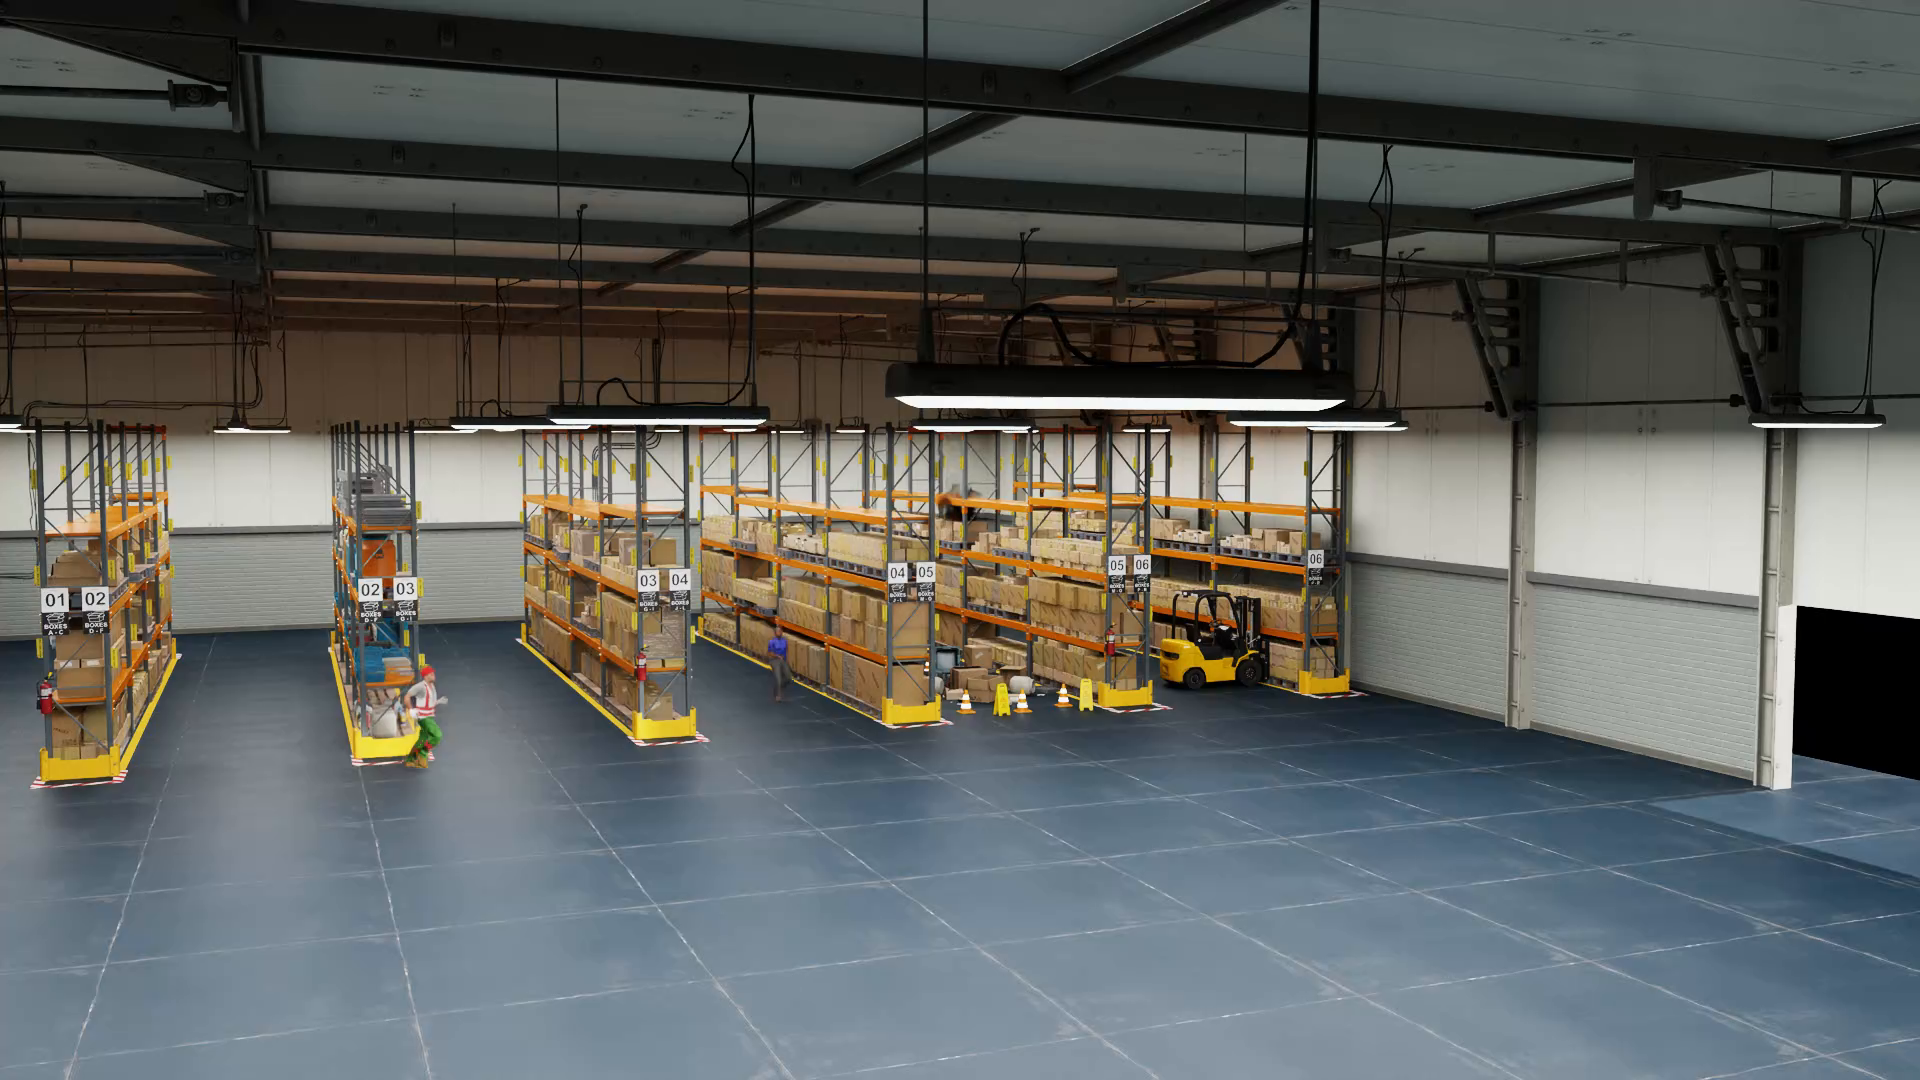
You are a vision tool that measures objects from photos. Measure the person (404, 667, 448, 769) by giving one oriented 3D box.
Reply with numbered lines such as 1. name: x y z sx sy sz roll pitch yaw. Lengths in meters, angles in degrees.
1. person: -9.166 3.049 28.539 0.735 1.751 0.647 0 4 3

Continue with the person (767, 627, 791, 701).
1. person: -3.850 2.673 35.783 0.565 1.611 0.553 -2 4 -34

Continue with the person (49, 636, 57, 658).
1. person: -20.606 2.496 38.223 0.634 1.717 0.958 -1 4 -18

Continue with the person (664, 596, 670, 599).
1. person: -8.075 1.988 46.052 0.668 1.717 0.830 -1 4 -18
